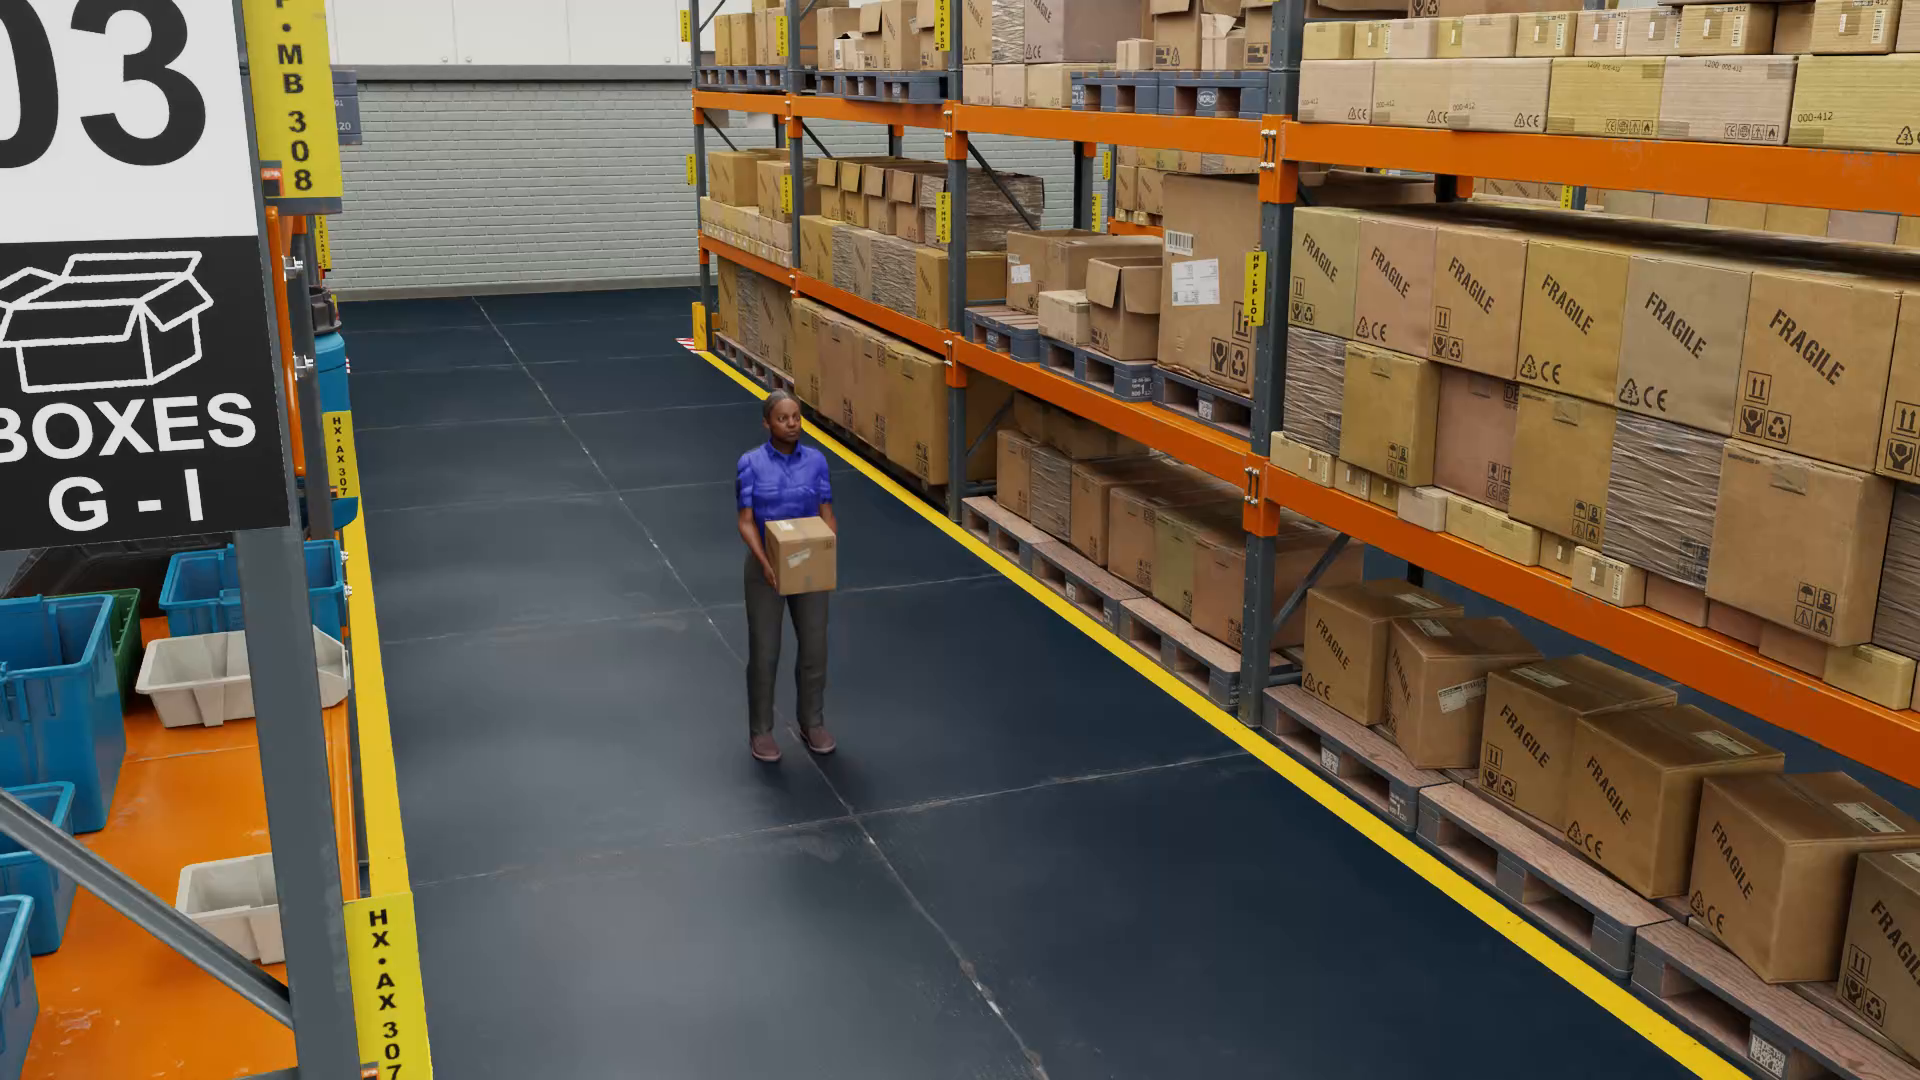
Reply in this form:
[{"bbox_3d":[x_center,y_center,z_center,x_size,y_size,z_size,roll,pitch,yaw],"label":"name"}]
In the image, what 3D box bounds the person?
[{"bbox_3d":[-0.751,0.174,7.423,0.454,1.652,0.511,-6,17,-20],"label":"person"}]
